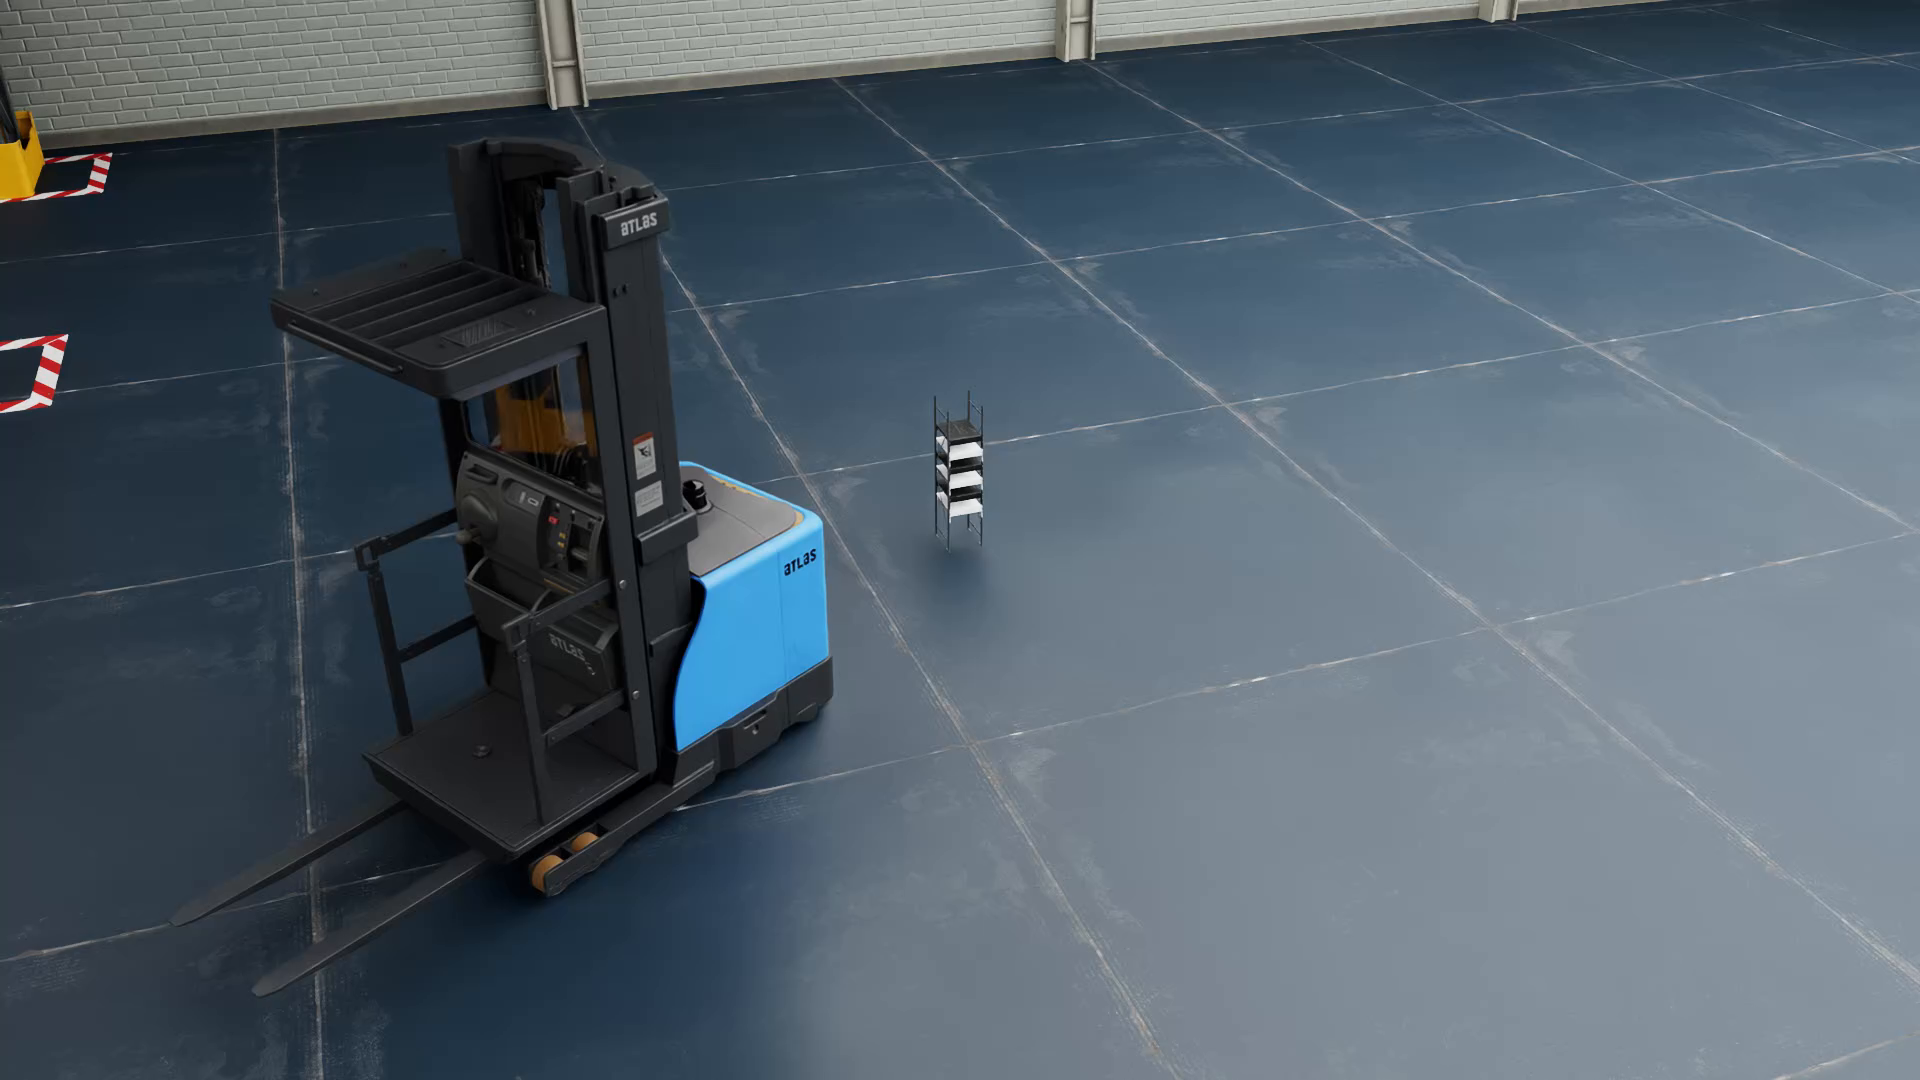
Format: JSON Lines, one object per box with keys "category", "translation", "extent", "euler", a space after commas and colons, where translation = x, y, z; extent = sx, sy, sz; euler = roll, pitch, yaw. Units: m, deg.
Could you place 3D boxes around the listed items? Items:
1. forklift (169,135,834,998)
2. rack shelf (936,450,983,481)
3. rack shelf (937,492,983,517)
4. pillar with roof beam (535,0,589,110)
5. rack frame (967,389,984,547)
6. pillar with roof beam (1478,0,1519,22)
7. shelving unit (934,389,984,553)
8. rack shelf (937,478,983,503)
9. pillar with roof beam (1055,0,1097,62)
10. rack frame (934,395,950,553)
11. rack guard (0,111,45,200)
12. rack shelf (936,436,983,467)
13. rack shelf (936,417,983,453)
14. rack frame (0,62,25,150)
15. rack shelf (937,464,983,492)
{"category": "forklift", "translation": [-1.947, -0.039, 6.857], "extent": [1.130, 2.935, 3.031], "euler": [22, 36, 33]}
{"category": "rack shelf", "translation": [-0.008, -0.439, 9.497], "extent": [0.200, 0.077, 0.258], "euler": [-10, 31, -18]}
{"category": "rack shelf", "translation": [-0.008, -0.204, 9.630], "extent": [0.200, 0.077, 0.258], "euler": [-10, 31, -18]}
{"category": "pillar with roof beam", "translation": [-2.752, -6.640, 12.314], "extent": [0.400, 9.000, 9.100], "euler": [-10, 31, -18]}
{"category": "rack frame", "translation": [0.088, -0.407, 9.556], "extent": [0.006, 0.900, 0.240], "euler": [-10, 31, -18]}
{"category": "pillar with roof beam", "translation": [8.495, -8.711, 15.949], "extent": [0.400, 9.000, 9.100], "euler": [-10, 31, -18]}
{"category": "shelving unit", "translation": [-0.008, -0.390, 9.525], "extent": [0.210, 0.900, 0.258], "euler": [-10, 31, -18]}
{"category": "rack shelf", "translation": [-0.008, -0.282, 9.586], "extent": [0.200, 0.077, 0.258], "euler": [-10, 31, -18]}
{"category": "pillar with roof beam", "translation": [2.872, -7.675, 14.131], "extent": [0.400, 9.000, 9.100], "euler": [-10, 31, -18]}
{"category": "rack frame", "translation": [-0.103, -0.372, 9.494], "extent": [0.006, 0.900, 0.240], "euler": [-10, 31, -18]}
{"category": "rack guard", "translation": [-8.887, -3.615, 15.590], "extent": [0.348, 0.500, 1.175], "euler": [-10, 31, -18]}
{"category": "rack shelf", "translation": [-0.008, -0.517, 9.452], "extent": [0.200, 0.077, 0.258], "euler": [-10, 31, -18]}
{"category": "rack shelf", "translation": [-0.008, -0.595, 9.408], "extent": [0.200, 0.077, 0.258], "euler": [-10, 31, -18]}
{"category": "rack frame", "translation": [-8.909, -4.697, 14.964], "extent": [0.127, 3.000, 1.000], "euler": [-10, 31, -18]}
{"category": "rack shelf", "translation": [-0.008, -0.361, 9.541], "extent": [0.200, 0.077, 0.258], "euler": [-10, 31, -18]}
